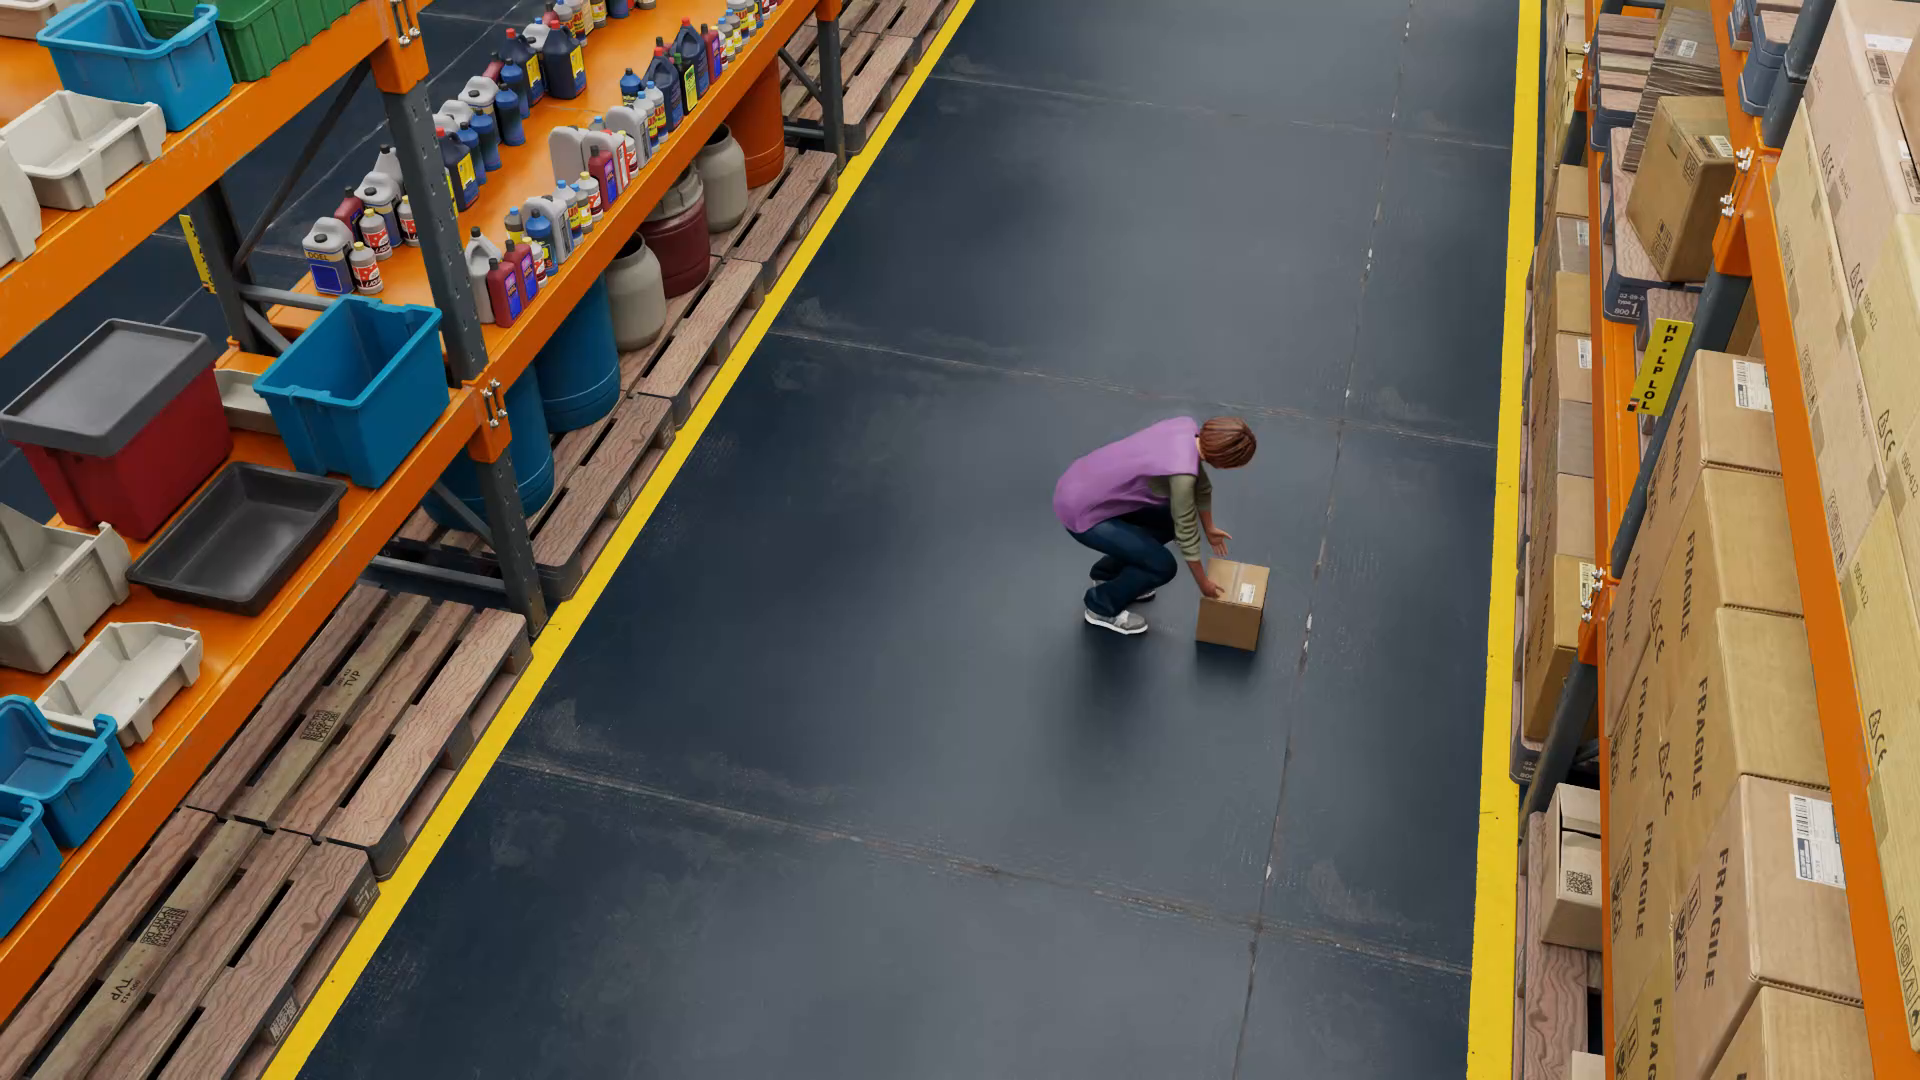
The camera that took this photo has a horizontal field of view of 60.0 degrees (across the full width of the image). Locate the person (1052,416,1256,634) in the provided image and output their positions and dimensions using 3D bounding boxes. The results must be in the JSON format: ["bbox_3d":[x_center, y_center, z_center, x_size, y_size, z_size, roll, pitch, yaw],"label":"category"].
[{"bbox_3d":[0.761,-0.099,6.722,0.768,1.010,0.457,10,43,11],"label":"person"}]
